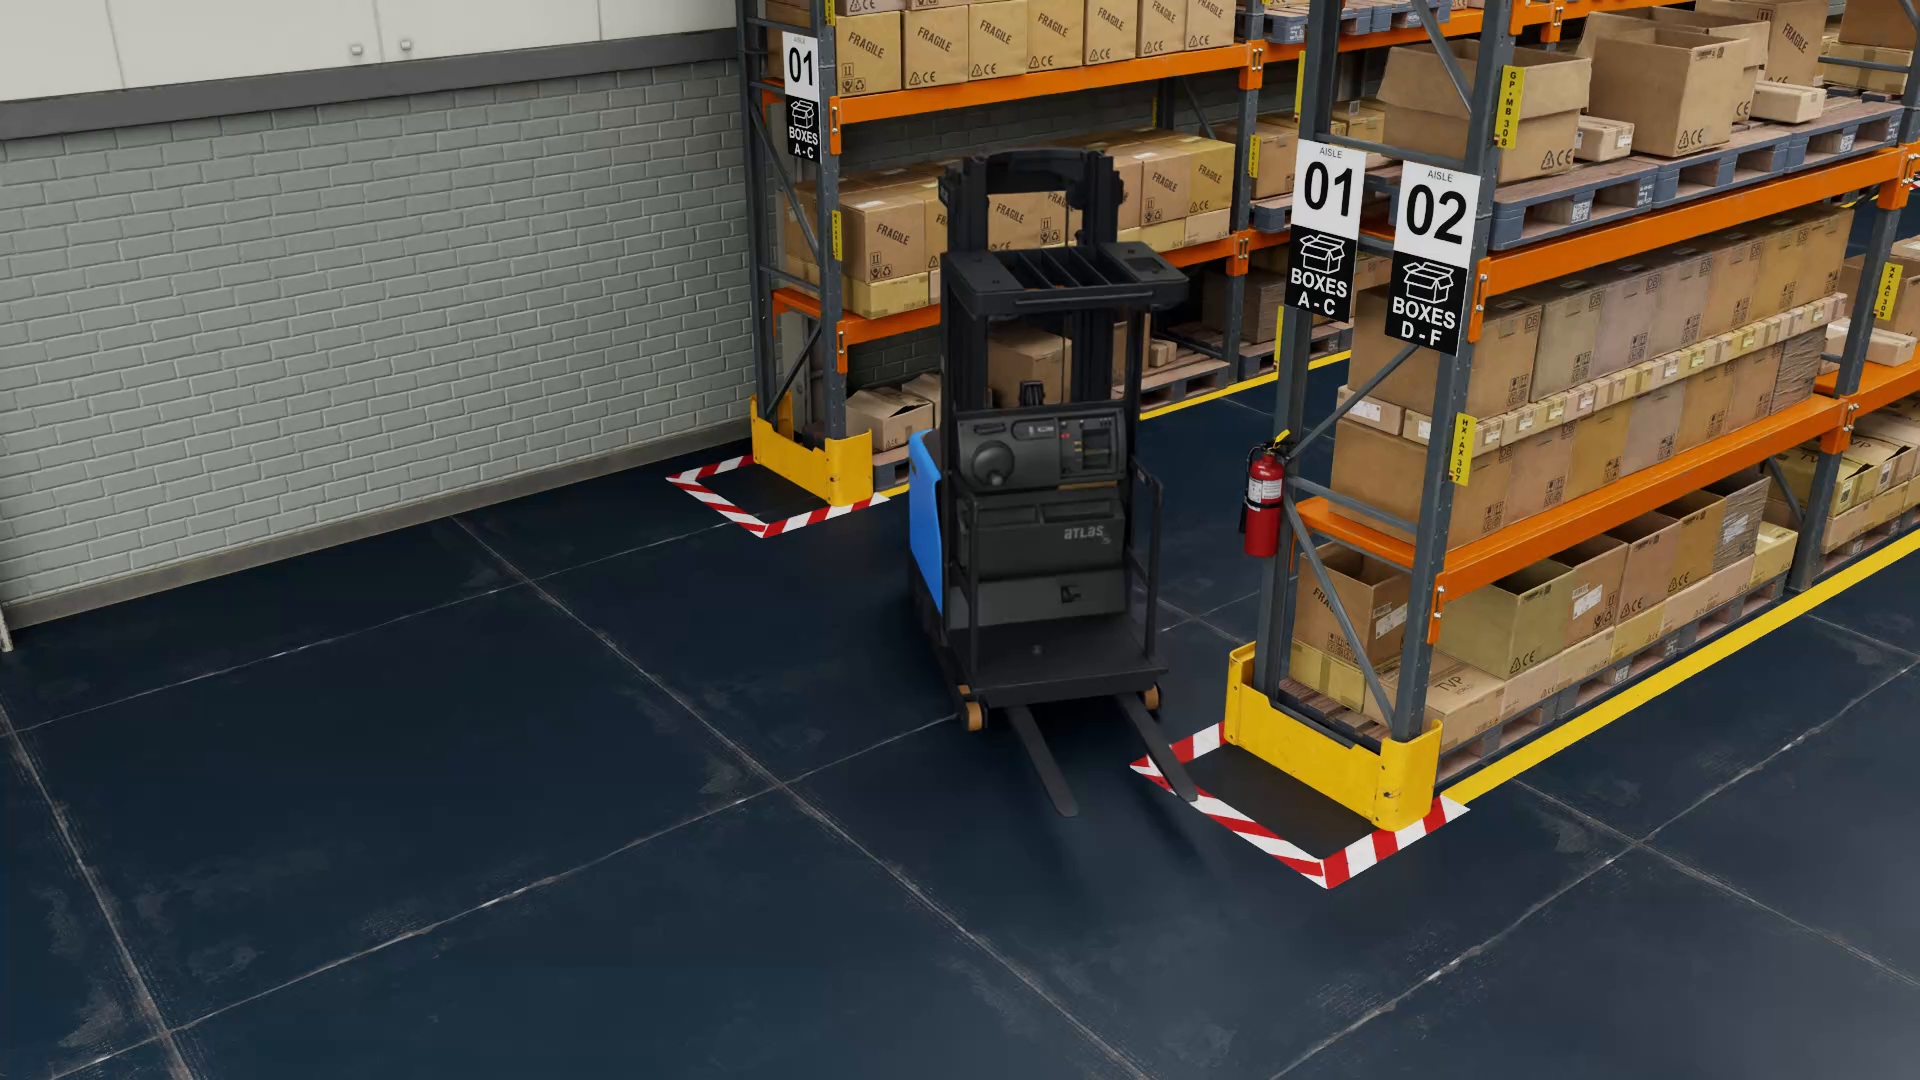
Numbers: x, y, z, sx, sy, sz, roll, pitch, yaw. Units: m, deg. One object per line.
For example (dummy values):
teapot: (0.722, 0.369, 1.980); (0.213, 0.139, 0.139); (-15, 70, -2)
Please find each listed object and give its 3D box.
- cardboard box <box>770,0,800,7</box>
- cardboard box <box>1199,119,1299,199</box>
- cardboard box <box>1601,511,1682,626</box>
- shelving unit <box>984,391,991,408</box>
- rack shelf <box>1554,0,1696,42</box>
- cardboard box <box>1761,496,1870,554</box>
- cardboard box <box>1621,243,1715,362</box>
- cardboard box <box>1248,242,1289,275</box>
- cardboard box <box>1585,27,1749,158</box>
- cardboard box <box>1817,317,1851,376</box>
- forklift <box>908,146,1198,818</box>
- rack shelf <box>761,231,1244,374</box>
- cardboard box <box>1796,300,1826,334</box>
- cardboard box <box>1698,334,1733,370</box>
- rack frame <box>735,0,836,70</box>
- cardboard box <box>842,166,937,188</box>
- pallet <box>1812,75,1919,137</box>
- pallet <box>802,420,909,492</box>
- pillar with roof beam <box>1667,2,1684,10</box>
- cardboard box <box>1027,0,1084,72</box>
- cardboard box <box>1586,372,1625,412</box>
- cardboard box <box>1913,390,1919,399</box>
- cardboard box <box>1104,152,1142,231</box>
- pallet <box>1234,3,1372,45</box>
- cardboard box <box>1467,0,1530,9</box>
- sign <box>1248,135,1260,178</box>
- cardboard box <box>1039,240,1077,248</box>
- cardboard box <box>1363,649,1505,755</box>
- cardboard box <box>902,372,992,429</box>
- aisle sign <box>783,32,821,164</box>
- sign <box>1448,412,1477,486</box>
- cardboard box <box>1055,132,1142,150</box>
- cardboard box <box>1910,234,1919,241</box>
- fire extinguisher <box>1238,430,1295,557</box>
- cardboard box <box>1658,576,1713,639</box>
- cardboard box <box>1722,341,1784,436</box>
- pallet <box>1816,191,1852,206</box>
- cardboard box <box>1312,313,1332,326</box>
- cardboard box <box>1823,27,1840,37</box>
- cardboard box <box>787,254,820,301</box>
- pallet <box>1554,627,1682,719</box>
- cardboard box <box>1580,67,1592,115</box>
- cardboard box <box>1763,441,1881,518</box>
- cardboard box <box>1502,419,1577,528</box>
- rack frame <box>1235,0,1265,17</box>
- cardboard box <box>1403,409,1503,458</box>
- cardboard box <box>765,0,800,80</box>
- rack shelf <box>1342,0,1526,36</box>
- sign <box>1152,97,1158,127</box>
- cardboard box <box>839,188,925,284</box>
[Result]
cardboard box: (-0.973, -3.869, 11.130); (0.500, 0.500, 0.500); (-17, 30, -32)
cardboard box: (2.418, -3.207, 13.955); (0.500, 0.500, 0.700); (-18, 30, -34)
cardboard box: (3.650, 0.100, 9.347); (0.500, 0.500, 0.500); (-18, 31, -34)
shelving unit: (0.042, -0.490, 11.059); (0.252, 1.050, 0.215); (-18, 31, -34)
rack shelf: (6.718, -5.434, 16.686); (4.000, 0.370, 1.077); (-18, 31, -34)
cardboard box: (5.527, -0.167, 10.814); (0.500, 0.250, 0.500); (-19, 31, -35)
cardboard box: (3.526, -1.326, 8.885); (0.500, 0.500, 0.700); (-18, 31, -34)
cardboard box: (2.910, -2.559, 14.757); (0.500, 0.250, 0.500); (-19, 31, -35)
cardboard box: (3.384, -2.163, 8.000); (0.500, 0.500, 0.500); (-18, 31, -34)
cardboard box: (5.417, -1.275, 10.613); (0.500, 0.250, 0.500); (-16, 29, -31)
forklift: (0.493, -0.464, 8.769); (1.130, 2.935, 3.031); (-5, 25, -11)
rack shelf: (0.423, -1.995, 12.840); (4.000, 0.370, 1.077); (-18, 31, -34)
cardboard box: (4.779, -1.335, 9.675); (0.250, 0.149, 0.380); (-19, 31, -35)
cardboard box: (3.974, -1.070, 9.102); (0.250, 0.149, 0.380); (-17, 30, -33)
rack frame: (-1.151, -4.523, 10.306); (0.127, 3.000, 1.000); (-18, 31, -34)
cardboard box: (-0.509, -2.403, 12.129); (0.500, 0.500, 0.500); (-18, 30, -33)
pallet: (5.742, -2.708, 10.186); (1.217, 0.209, 0.805); (-20, 31, -36)
pallet: (-0.430, -0.756, 12.628); (1.213, 0.211, 1.003); (-18, 31, -34)
pillar with roof beam: (10.965, -6.683, 14.959); (0.400, 9.000, 9.100); (-18, 31, -34)
cardboard box: (0.526, -3.631, 11.805); (0.500, 0.500, 0.500); (-16, 29, -31)
cardboard box: (3.162, -0.801, 8.523); (0.250, 0.149, 0.380); (-19, 31, -36)
cardboard box: (7.140, -0.953, 11.841); (0.500, 0.311, 0.500); (-18, 31, -34)
cardboard box: (1.023, -2.638, 12.635); (0.500, 0.500, 0.500); (-19, 31, -35)
pallet: (2.548, -4.241, 13.486); (1.003, 0.211, 1.213); (-18, 31, -34)
cardboard box: (4.744, -4.933, 14.834); (0.500, 0.311, 0.500); (-18, 31, -34)
sign: (2.337, -3.056, 13.243); (0.005, 0.325, 0.100); (-18, 31, -34)
cardboard box: (0.632, -2.165, 12.506); (0.500, 0.250, 0.500); (-18, 30, -34)
cardboard box: (2.468, 0.829, 8.667); (0.500, 0.250, 0.500); (-18, 31, -34)
cardboard box: (-0.102, -1.080, 12.685); (0.500, 0.311, 0.500); (-15, 29, -30)
aisle sign: (-1.023, -2.863, 10.768); (0.004, 0.787, 0.394); (-18, 31, -34)
sign: (2.246, -0.405, 7.437); (0.005, 0.325, 0.100); (-18, 31, -34)
cardboard box: (1.089, -2.936, 13.277); (0.500, 0.500, 0.500); (-18, 31, -34)
cardboard box: (6.894, -1.844, 11.541); (0.500, 0.500, 0.500); (-20, 32, -37)
fire extinguisher: (1.529, -0.250, 8.317); (0.183, 0.674, 0.296); (-18, 31, -34)
cardboard box: (4.042, 0.310, 9.786); (0.500, 0.250, 0.500); (-18, 31, -34)
cardboard box: (4.300, -0.990, 9.701); (0.500, 0.500, 0.700); (-19, 31, -35)
pallet: (9.899, -4.144, 19.929); (1.213, 0.211, 1.003); (-18, 31, -34)
cardboard box: (2.941, -2.254, 14.991); (0.500, 0.500, 0.700); (-19, 31, -35)
cardboard box: (9.873, -5.571, 19.334); (0.700, 0.700, 0.980); (-20, 32, -36)
cardboard box: (-0.903, -1.929, 11.997); (0.500, 0.250, 0.500); (-18, 30, -33)
pallet: (3.444, 0.575, 9.759); (1.213, 0.211, 1.003); (-18, 31, -34)
cardboard box: (3.090, -2.267, 8.449); (0.500, 0.311, 0.500); (-14, 28, -28)
cardboard box: (5.535, -0.423, 10.700); (0.500, 0.311, 0.500); (-18, 30, -34)
cardboard box: (2.694, -0.462, 8.564); (0.500, 0.500, 0.700); (-17, 30, -33)
rack frame: (1.997, -5.562, 12.545); (0.127, 3.000, 1.000); (-18, 31, -34)
cardboard box: (2.350, -0.532, 7.944); (0.250, 0.149, 0.380); (-19, 31, -34)
cardboard box: (-0.979, -3.409, 11.327); (0.500, 0.500, 0.500); (-16, 29, -30)
rack shelf: (3.482, -2.895, 8.128); (4.000, 0.370, 1.077); (-18, 31, -34)
sign: (1.651, -3.549, 13.959); (0.005, 0.325, 0.100); (-18, 31, -34)
cardboard box: (-0.590, -2.107, 11.491); (0.500, 0.500, 0.500); (-18, 31, -34)
